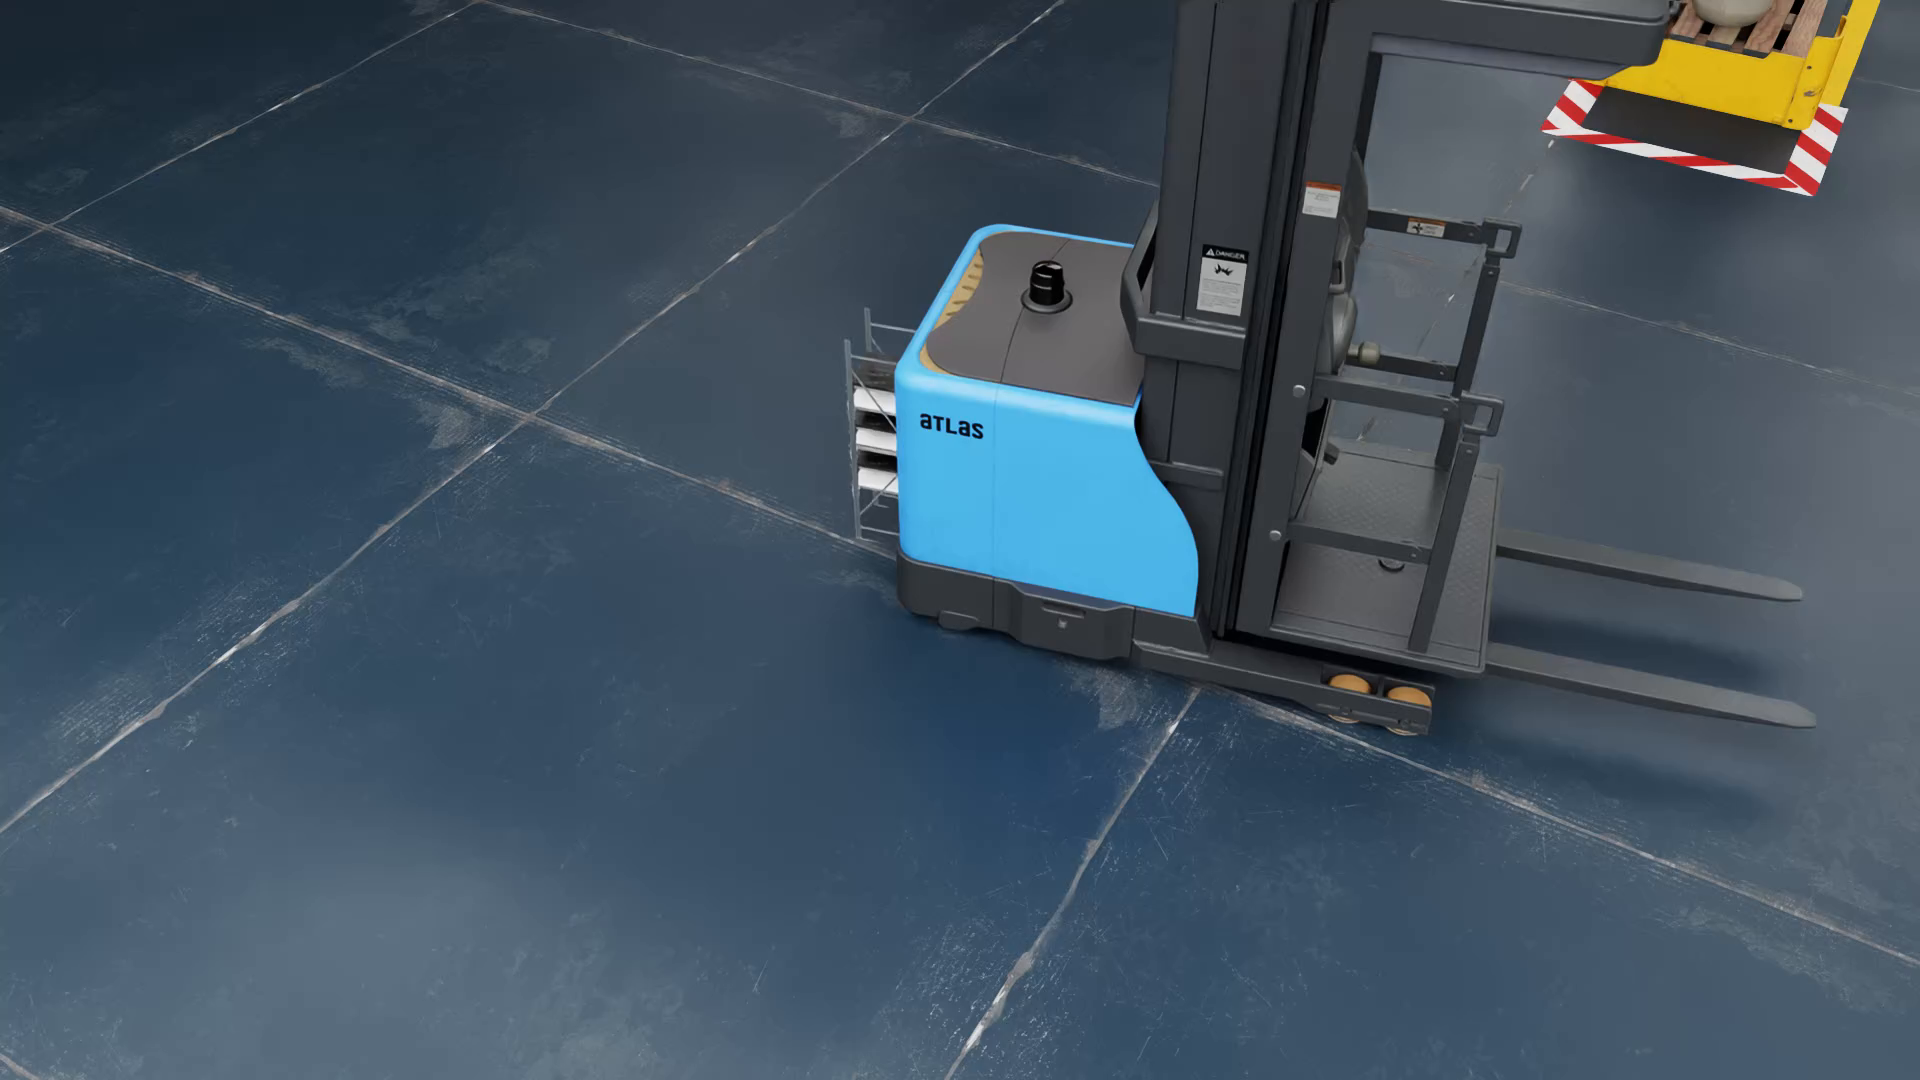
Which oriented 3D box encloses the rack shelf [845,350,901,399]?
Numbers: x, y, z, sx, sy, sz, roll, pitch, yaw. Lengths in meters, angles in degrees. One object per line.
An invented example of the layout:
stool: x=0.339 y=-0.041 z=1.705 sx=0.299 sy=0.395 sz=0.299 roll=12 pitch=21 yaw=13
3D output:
rack shelf: x=-0.248 y=-0.563 z=5.850 sx=0.258 sy=0.077 sz=0.200 roll=11 pitch=43 yaw=13

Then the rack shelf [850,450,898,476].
rack shelf: x=-0.247 y=-0.293 z=6.088 sx=0.258 sy=0.077 sz=0.200 roll=11 pitch=43 yaw=13

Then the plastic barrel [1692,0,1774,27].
plastic barrel: x=4.259 y=-3.108 z=9.074 sx=0.421 sy=0.512 sz=0.421 roll=0 pitch=41 yaw=0

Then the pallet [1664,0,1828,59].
pallet: x=4.404 y=-2.958 z=9.449 sx=1.003 sy=0.211 sz=1.213 roll=21 pitch=45 yaw=22

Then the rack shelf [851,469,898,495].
rack shelf: x=-0.247 y=-0.225 z=6.147 sx=0.258 sy=0.077 sz=0.200 roll=11 pitch=43 yaw=13

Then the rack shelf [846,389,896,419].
rack shelf: x=-0.248 y=-0.496 z=5.910 sx=0.258 sy=0.077 sz=0.200 roll=11 pitch=43 yaw=13

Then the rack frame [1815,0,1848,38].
rack frame: x=3.996 y=-3.482 z=7.934 sx=1.000 sy=3.000 sz=0.127 roll=21 pitch=45 yaw=22

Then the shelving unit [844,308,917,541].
shelving unit: x=-0.248 y=-0.386 z=6.006 sx=0.258 sy=0.900 sz=0.210 roll=11 pitch=43 yaw=13

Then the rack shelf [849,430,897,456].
rack shelf: x=-0.248 y=-0.361 z=6.028 sx=0.258 sy=0.077 sz=0.200 roll=11 pitch=43 yaw=13

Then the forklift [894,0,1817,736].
forklift: x=1.352 y=-0.846 z=4.993 sx=3.031 sy=2.935 sz=1.130 roll=11 pitch=43 yaw=13

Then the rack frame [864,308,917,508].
rack frame: x=-0.218 y=-0.450 z=6.079 sx=0.240 sy=0.900 sz=0.006 roll=11 pitch=43 yaw=13

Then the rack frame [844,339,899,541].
rack frame: x=-0.277 y=-0.321 z=5.933 sx=0.240 sy=0.900 sz=0.006 roll=11 pitch=43 yaw=13

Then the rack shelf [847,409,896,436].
rack shelf: x=-0.248 y=-0.428 z=5.969 sx=0.258 sy=0.077 sz=0.200 roll=11 pitch=43 yaw=13

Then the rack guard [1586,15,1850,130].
rack guard: x=3.993 y=-2.603 z=8.827 sx=1.175 sy=0.500 sz=0.348 roll=21 pitch=45 yaw=22
